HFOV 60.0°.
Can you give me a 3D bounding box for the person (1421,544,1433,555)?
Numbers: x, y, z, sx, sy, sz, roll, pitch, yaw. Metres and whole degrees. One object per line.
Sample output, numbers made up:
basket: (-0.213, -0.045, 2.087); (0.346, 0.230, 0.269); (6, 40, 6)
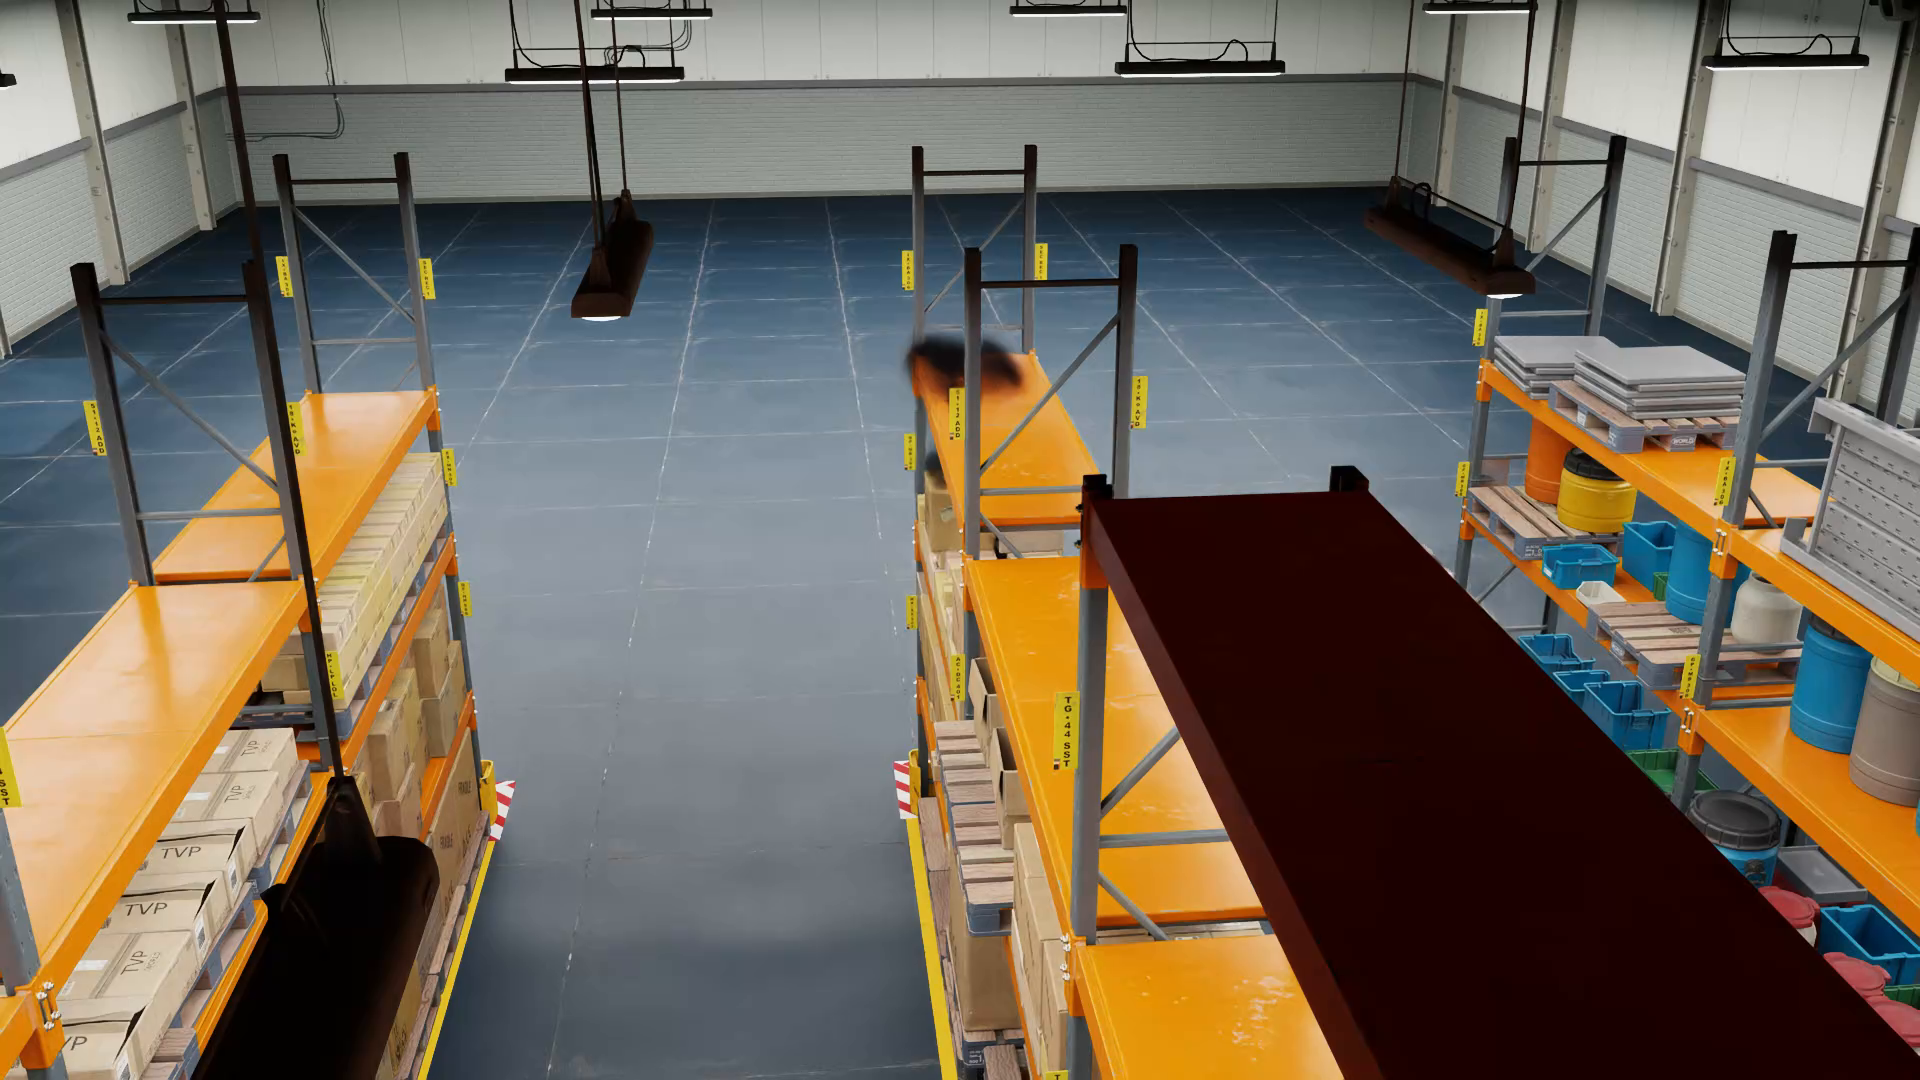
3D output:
person: (5.042, 0.824, 17.429); (0.811, 1.590, 0.608); (1, 22, 4)
